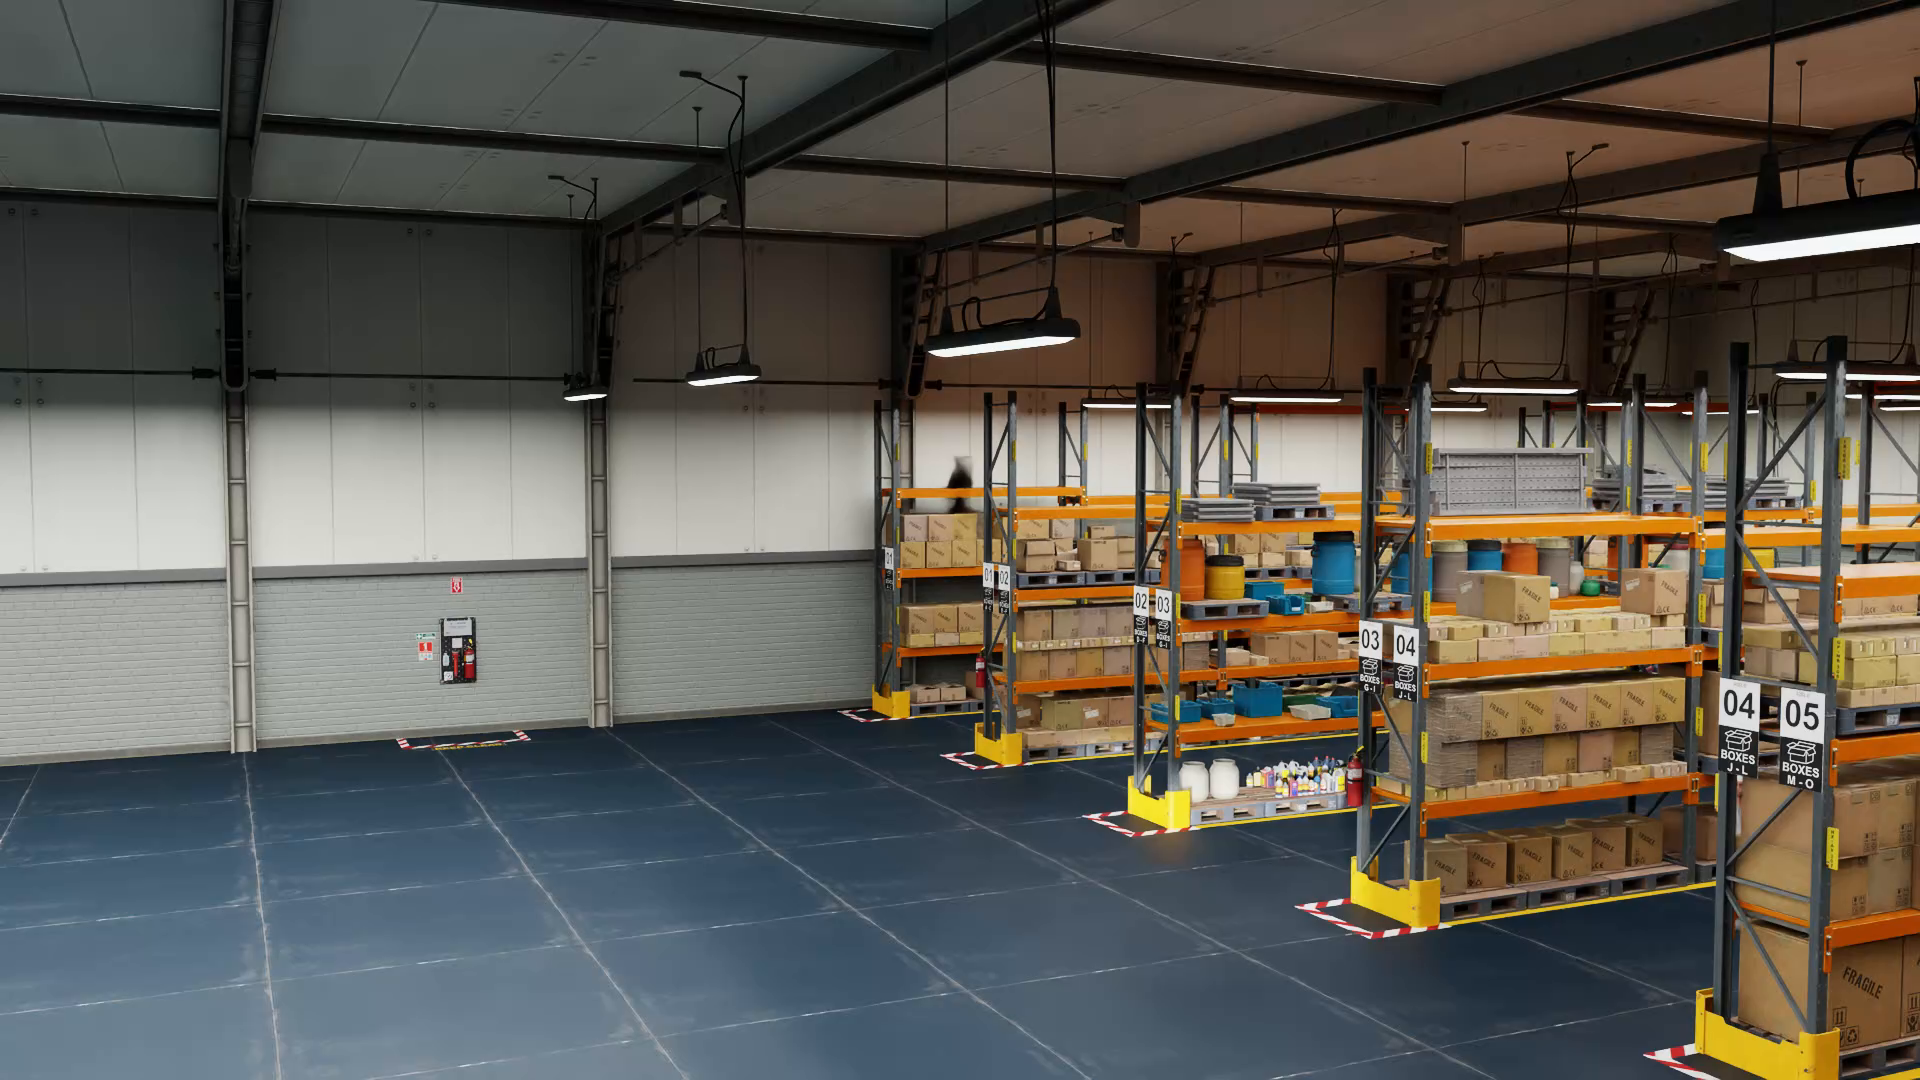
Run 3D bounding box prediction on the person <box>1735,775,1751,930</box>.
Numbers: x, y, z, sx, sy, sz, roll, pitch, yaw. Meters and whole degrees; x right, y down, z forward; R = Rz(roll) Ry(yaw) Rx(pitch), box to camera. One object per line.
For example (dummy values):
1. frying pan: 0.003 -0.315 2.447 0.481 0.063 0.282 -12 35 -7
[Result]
1. person: 8.450 3.283 17.717 0.751 1.715 0.636 -3 5 -44
